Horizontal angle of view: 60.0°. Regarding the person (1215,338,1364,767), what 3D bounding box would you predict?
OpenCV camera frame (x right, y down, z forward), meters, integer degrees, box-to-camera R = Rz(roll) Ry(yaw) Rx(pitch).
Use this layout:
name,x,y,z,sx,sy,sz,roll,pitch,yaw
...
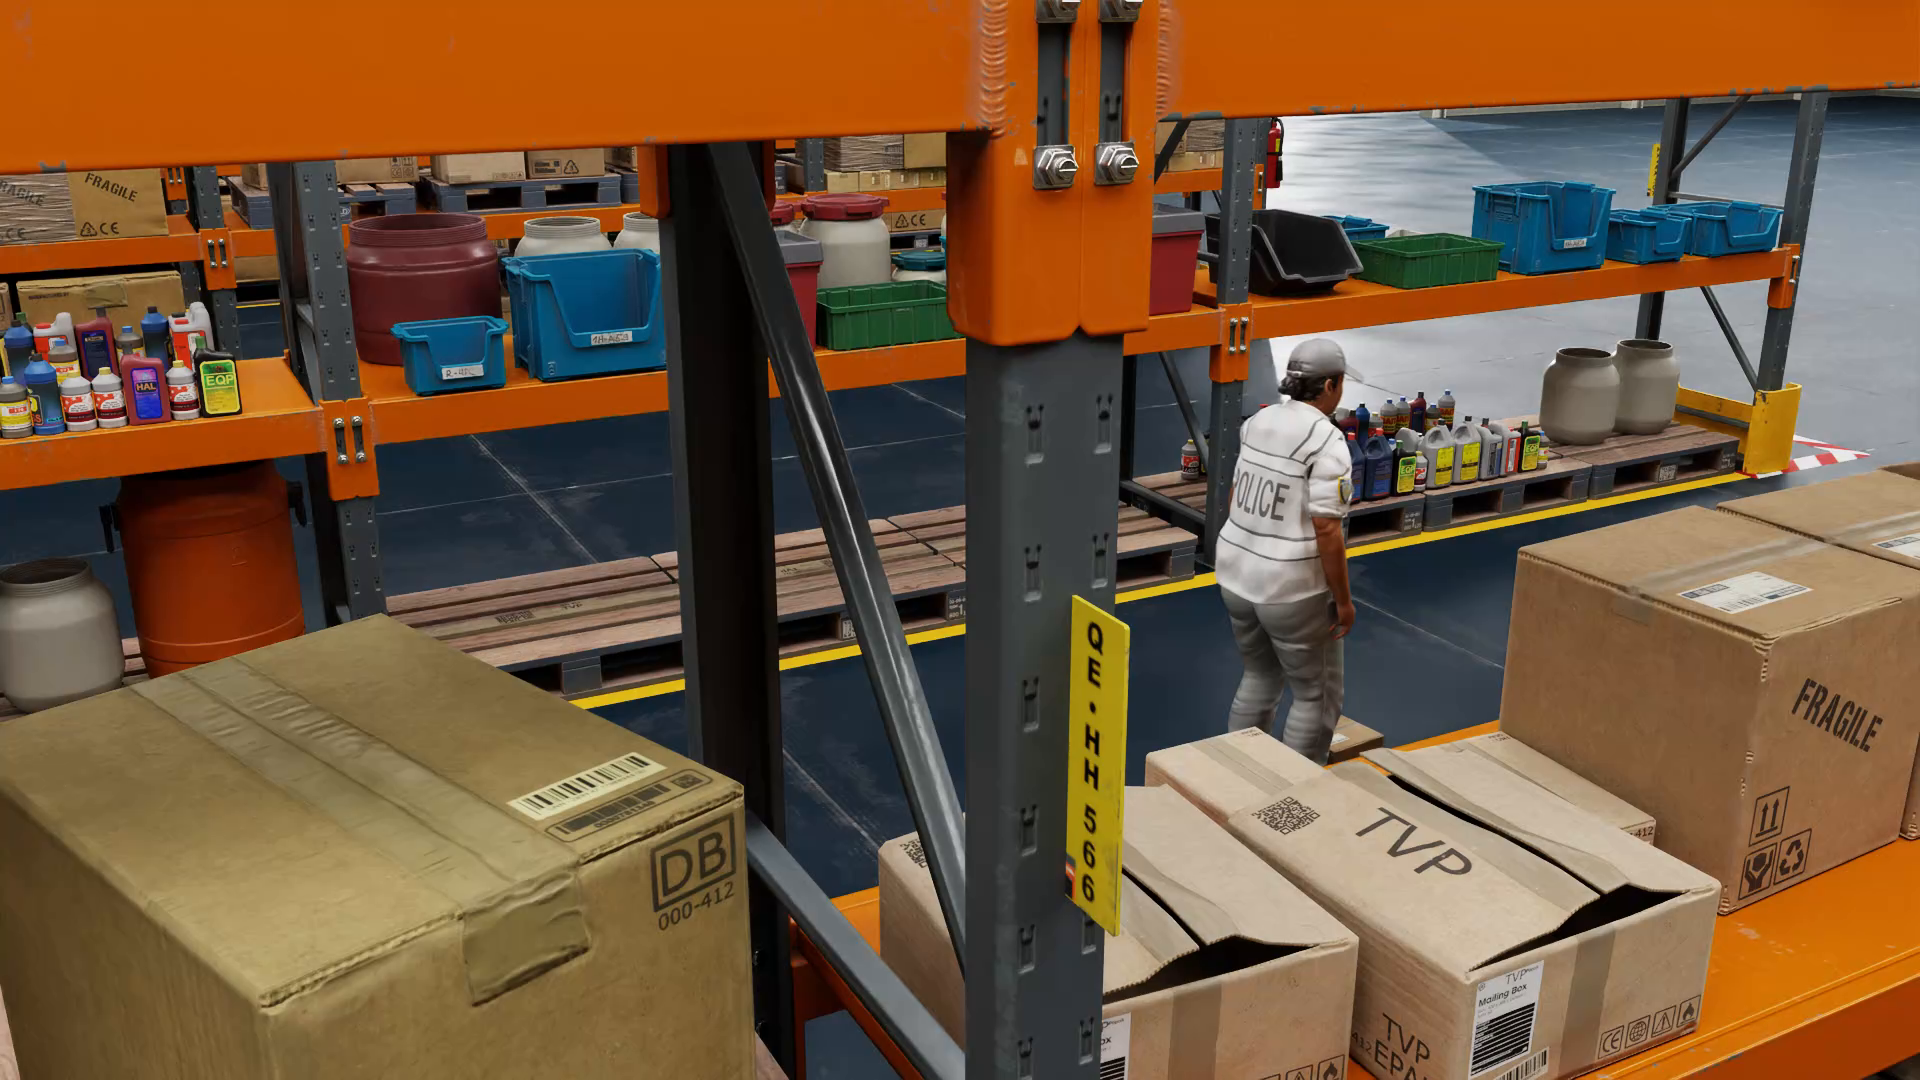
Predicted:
name,x,y,z,sx,sy,sz,roll,pitch,yaw
person,1.127,0.154,5.593,0.472,1.666,0.552,-10,21,-28
